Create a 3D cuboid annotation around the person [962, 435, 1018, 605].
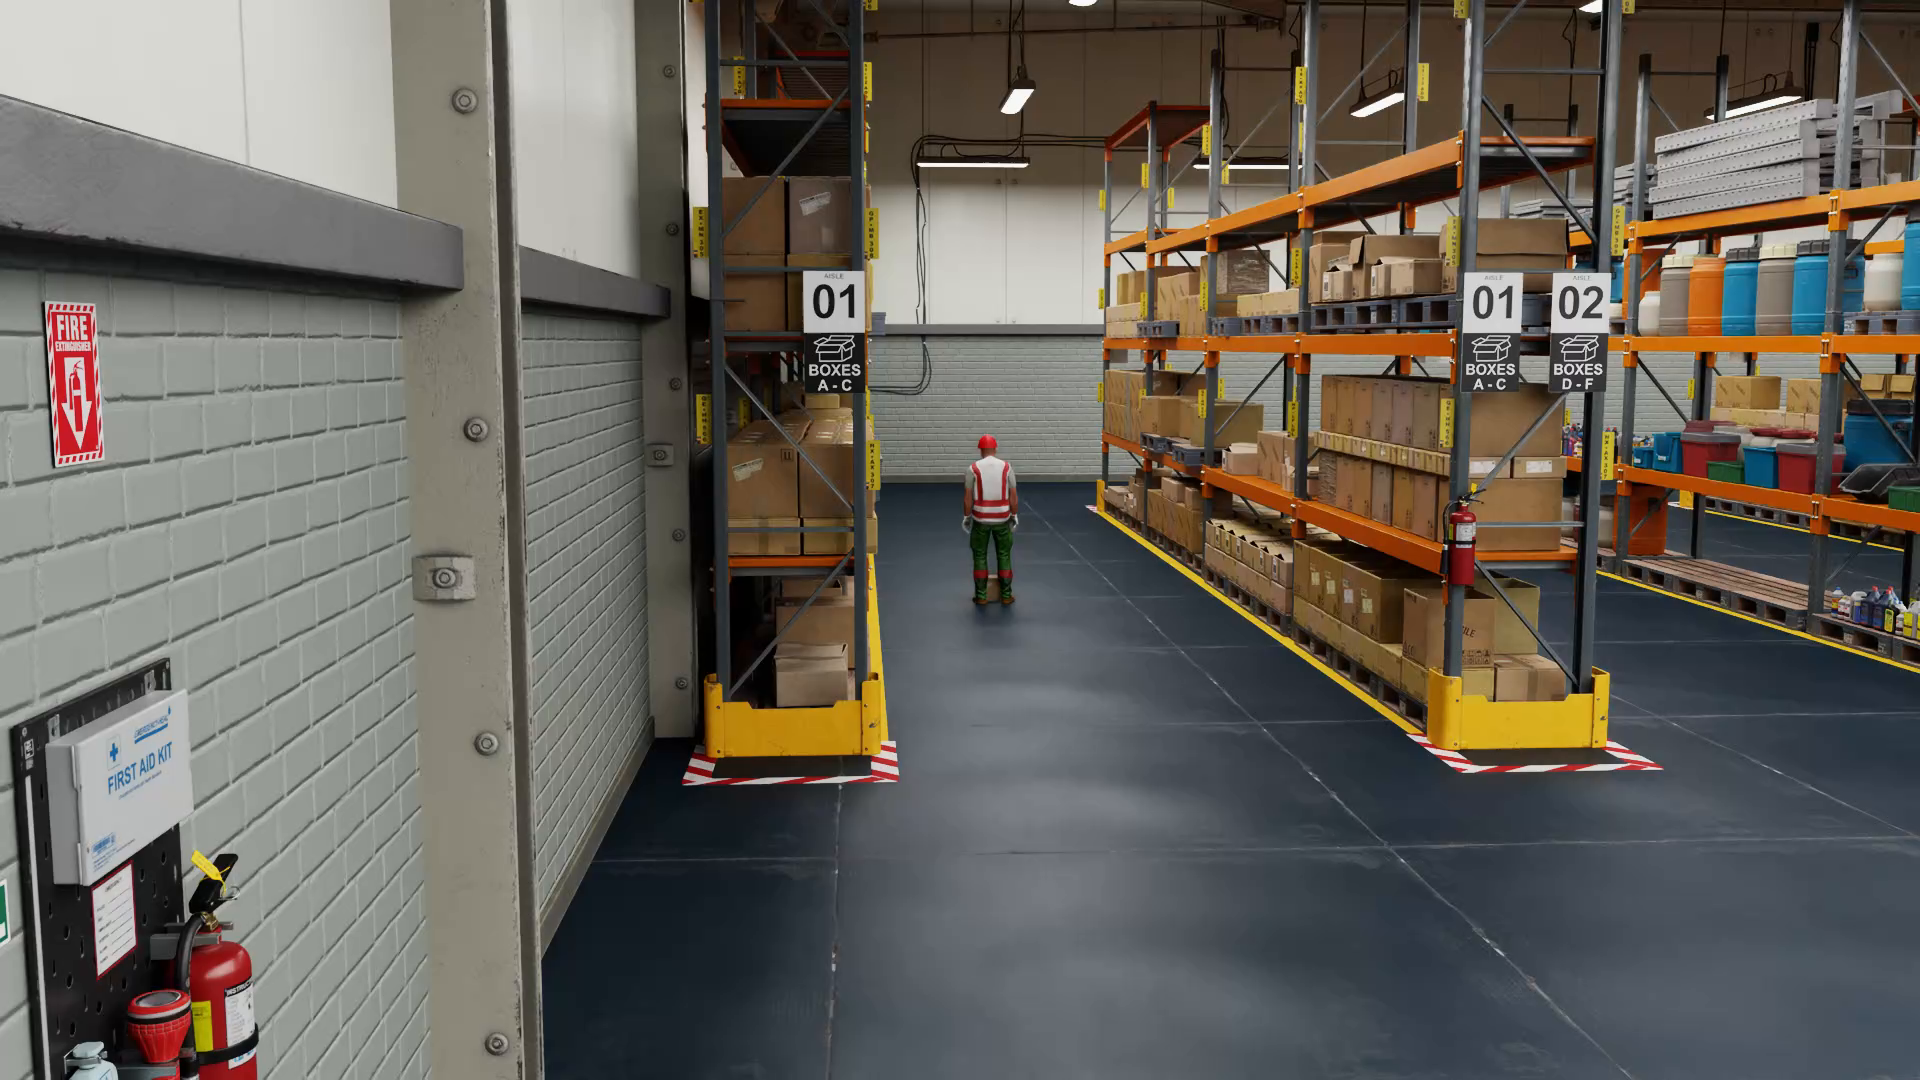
[{"bbox_3d":[0.320,-0.216,17.503,0.601,1.777,0.452,-1,7,-6],"label":"person"}]
